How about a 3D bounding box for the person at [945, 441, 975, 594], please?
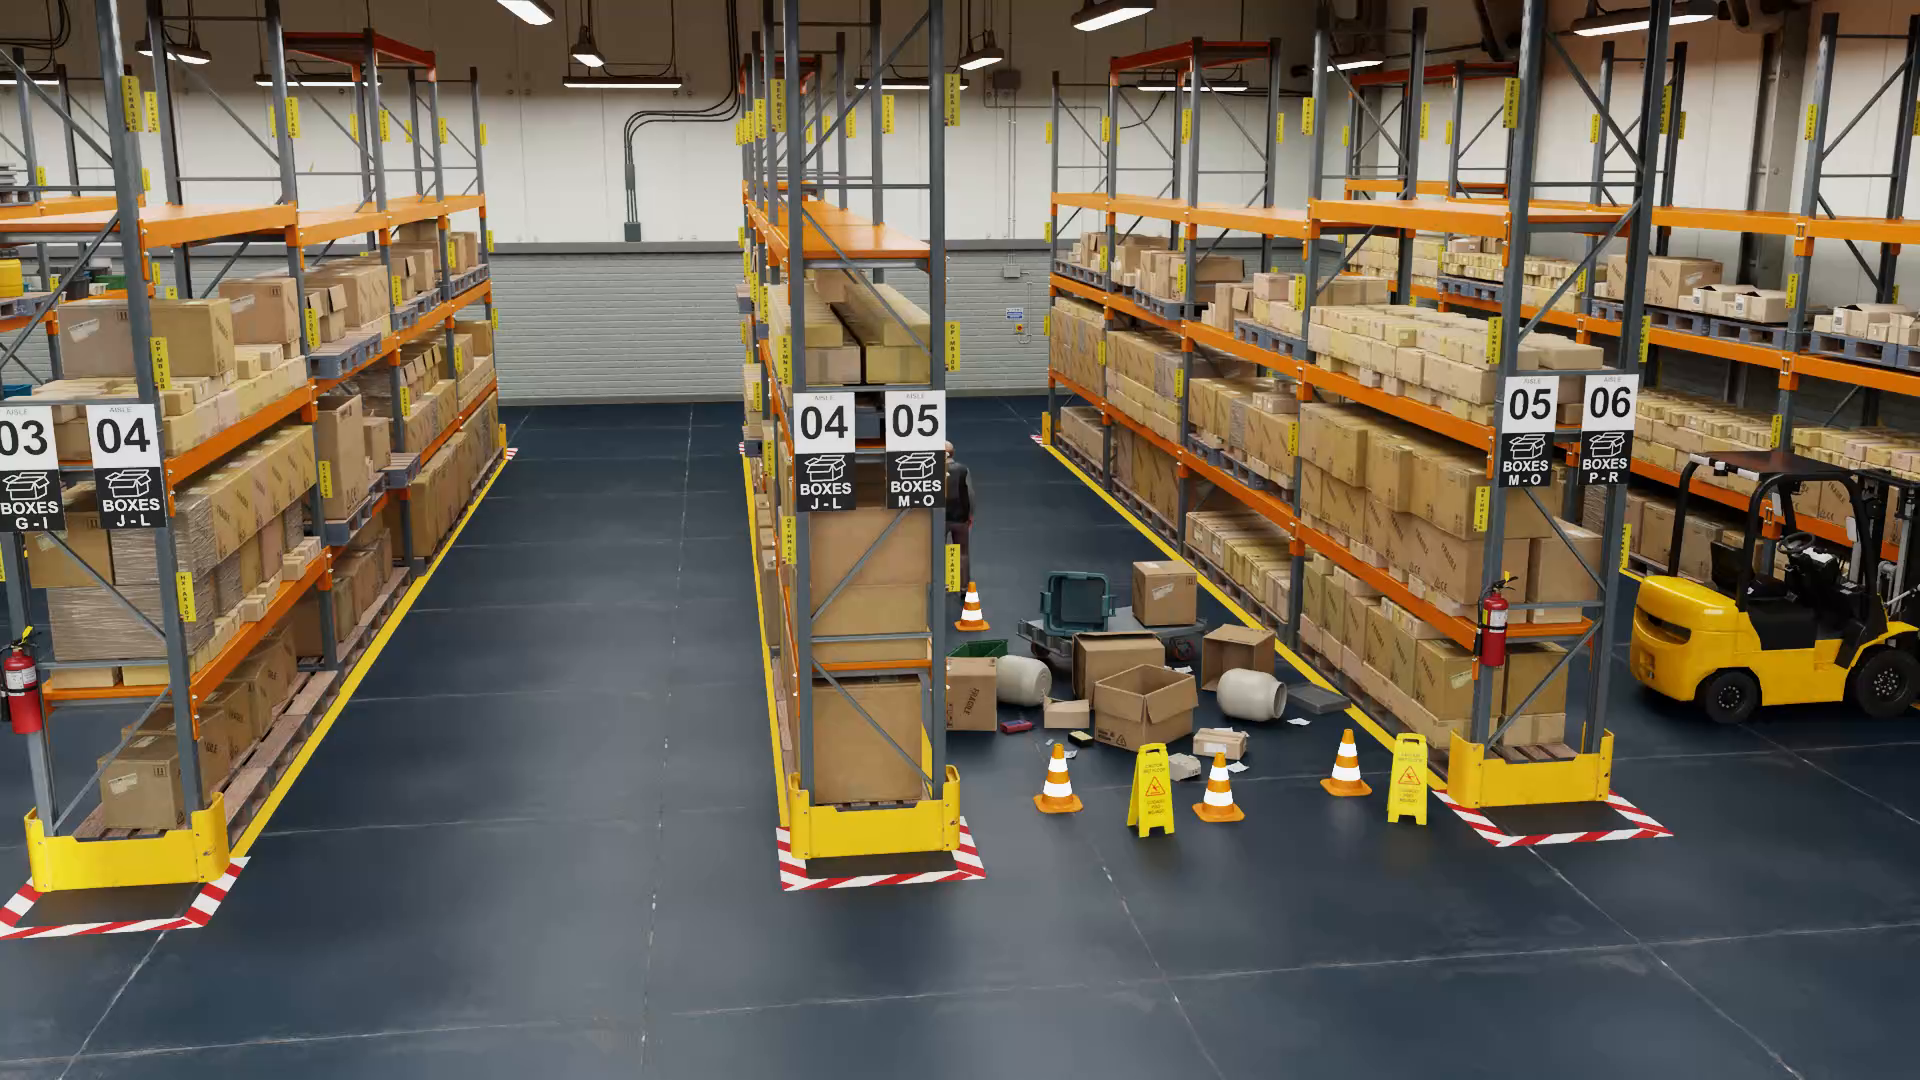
[{"bbox_3d":[-0.124,-0.235,17.929,0.583,1.663,0.412,-3,13,-12],"label":"person"}]
